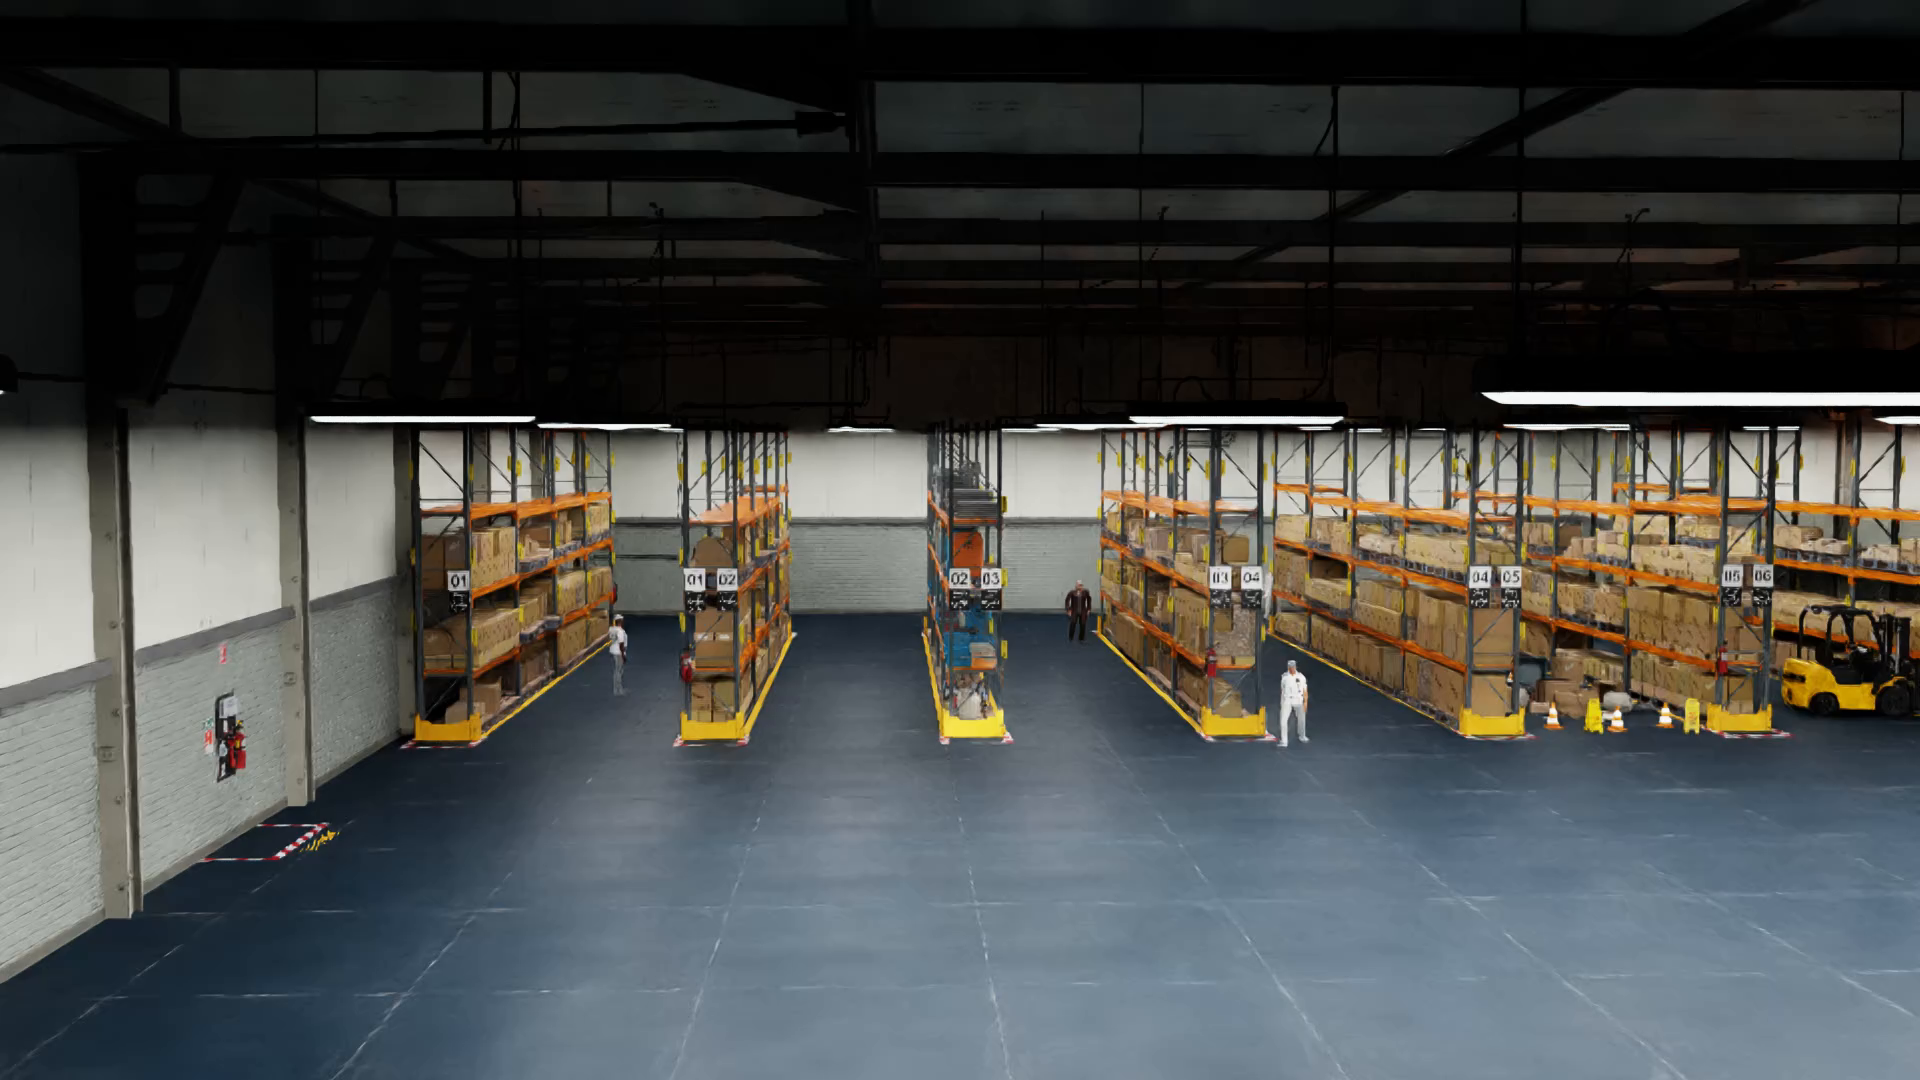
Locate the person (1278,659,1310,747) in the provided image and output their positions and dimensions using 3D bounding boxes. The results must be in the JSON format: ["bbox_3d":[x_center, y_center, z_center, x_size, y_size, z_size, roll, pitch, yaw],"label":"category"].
[{"bbox_3d":[6.136,2.968,30.524,0.527,1.594,0.939,1,4,18],"label":"person"}]

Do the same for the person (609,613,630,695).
[{"bbox_3d":[-7.443,2.491,36.487,0.456,1.758,0.628,-2,4,-30],"label":"person"}]

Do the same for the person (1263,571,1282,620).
[{"bbox_3d":[9.674,1.581,51.333,0.635,1.728,1.045,1,4,19],"label":"person"}]

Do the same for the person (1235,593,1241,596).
[{"bbox_3d":[7.936,1.901,47.787,0.566,1.541,0.519,0,4,-4],"label":"person"}]

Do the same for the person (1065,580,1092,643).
[{"bbox_3d":[3.226,1.956,45.412,0.729,1.731,0.541,0,4,-3],"label":"person"}]
